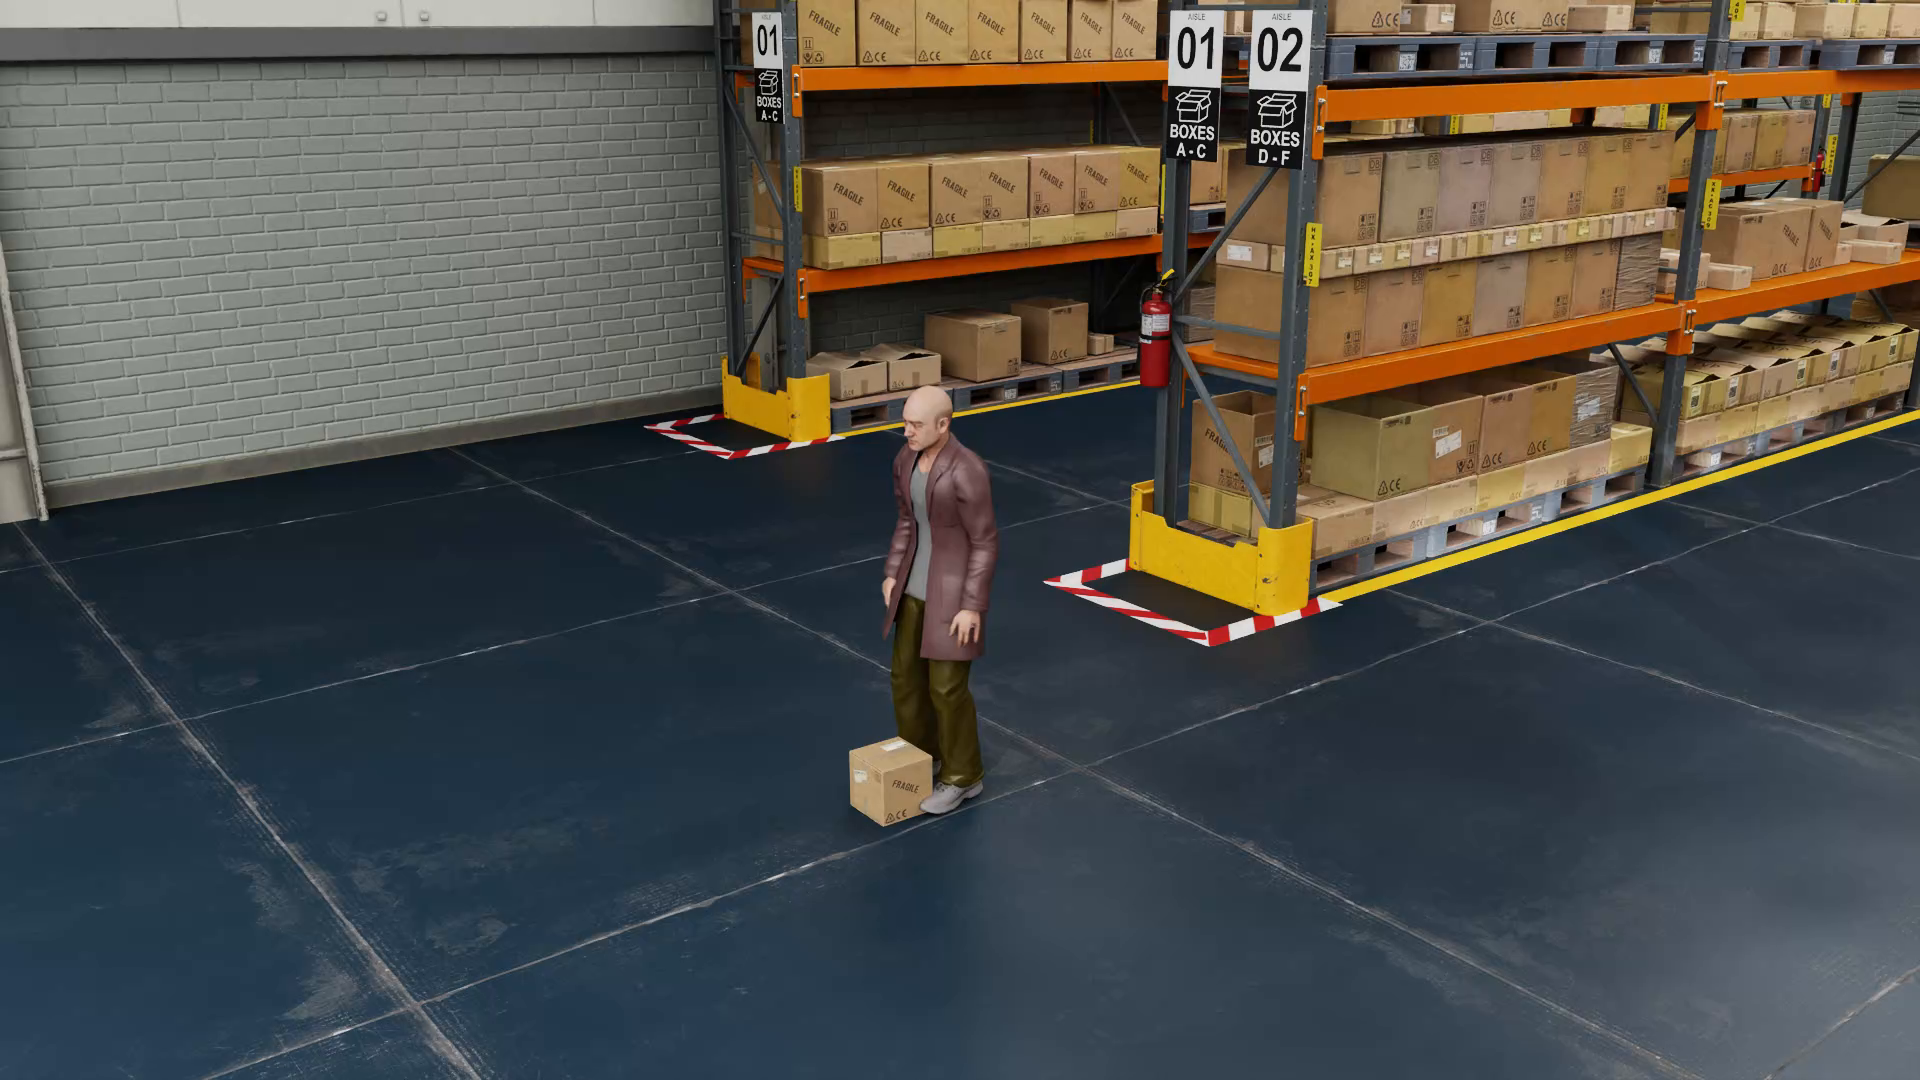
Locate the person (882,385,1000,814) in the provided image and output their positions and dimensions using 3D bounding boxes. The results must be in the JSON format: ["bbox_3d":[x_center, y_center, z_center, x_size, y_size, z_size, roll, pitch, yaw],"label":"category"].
[{"bbox_3d":[-0.101,0.227,6.853,0.428,1.773,0.643,-13,22,-36],"label":"person"}]
